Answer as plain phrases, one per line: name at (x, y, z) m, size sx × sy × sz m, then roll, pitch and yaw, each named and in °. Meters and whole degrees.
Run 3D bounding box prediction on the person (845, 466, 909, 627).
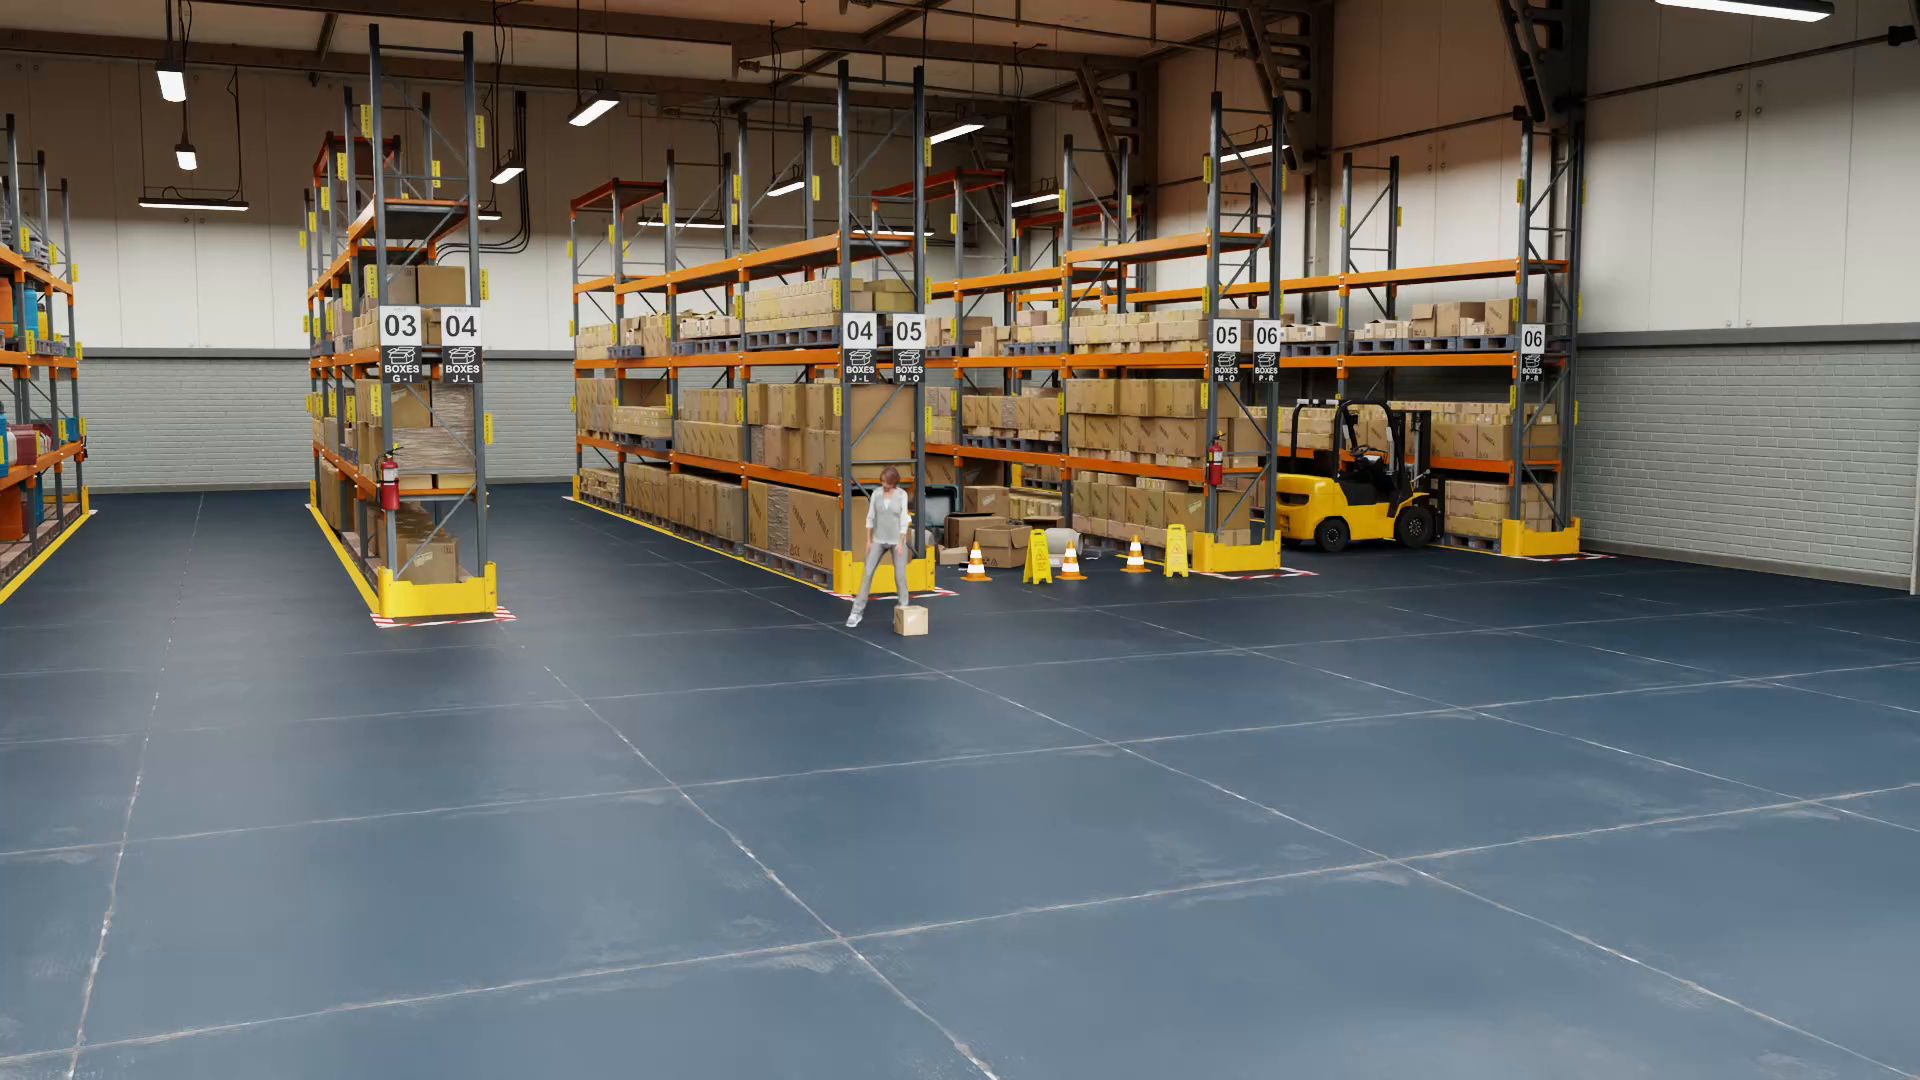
person at (-0.817, 0.064, 16.521) m, size 0.608 × 1.570 × 0.467 m, roll 1°, pitch 6°, yaw 6°
